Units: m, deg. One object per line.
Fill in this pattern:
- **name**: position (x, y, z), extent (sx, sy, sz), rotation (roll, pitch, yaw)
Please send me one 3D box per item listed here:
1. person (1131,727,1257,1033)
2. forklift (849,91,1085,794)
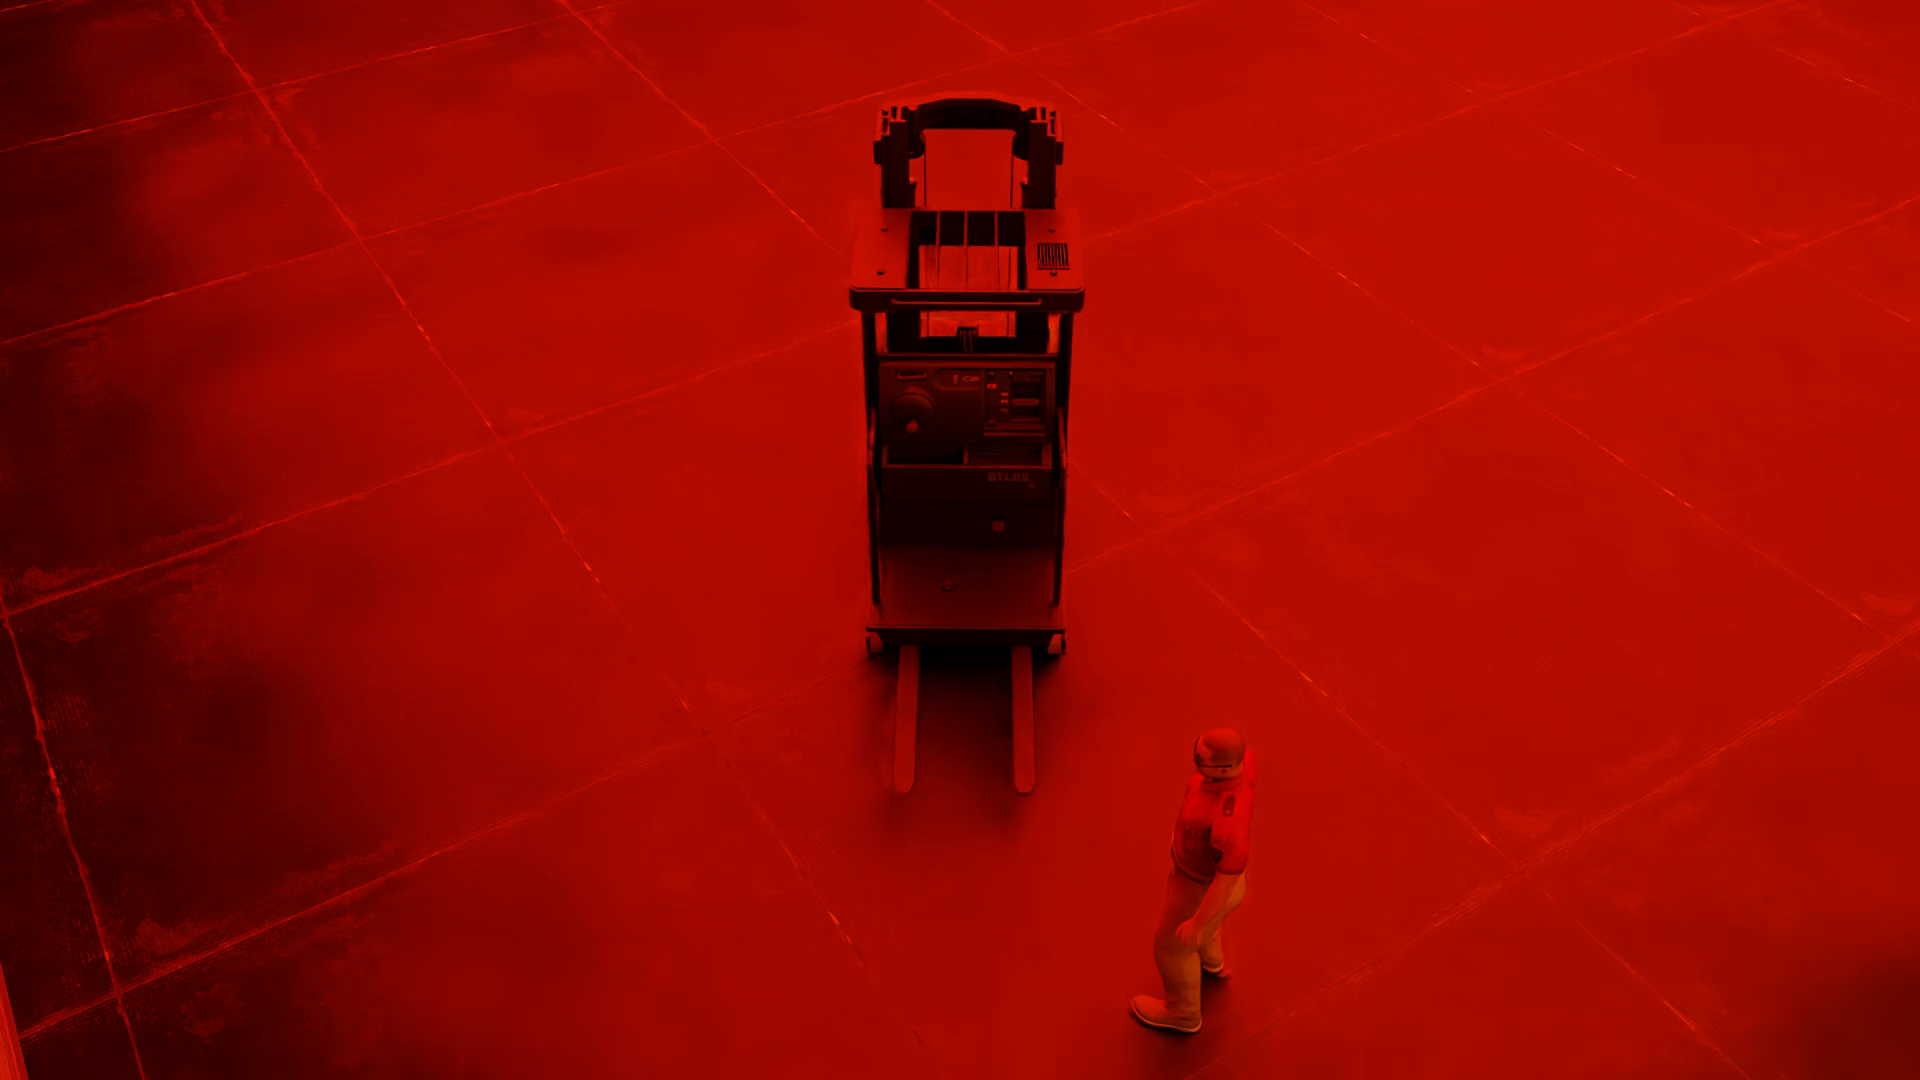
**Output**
- **person**: position (1.027, 1.417, 7.178), extent (0.429, 1.709, 0.726), rotation (7, 42, 8)
- **forklift**: position (0.036, -0.669, 8.636), extent (1.130, 2.935, 3.031), rotation (0, 41, 0)
